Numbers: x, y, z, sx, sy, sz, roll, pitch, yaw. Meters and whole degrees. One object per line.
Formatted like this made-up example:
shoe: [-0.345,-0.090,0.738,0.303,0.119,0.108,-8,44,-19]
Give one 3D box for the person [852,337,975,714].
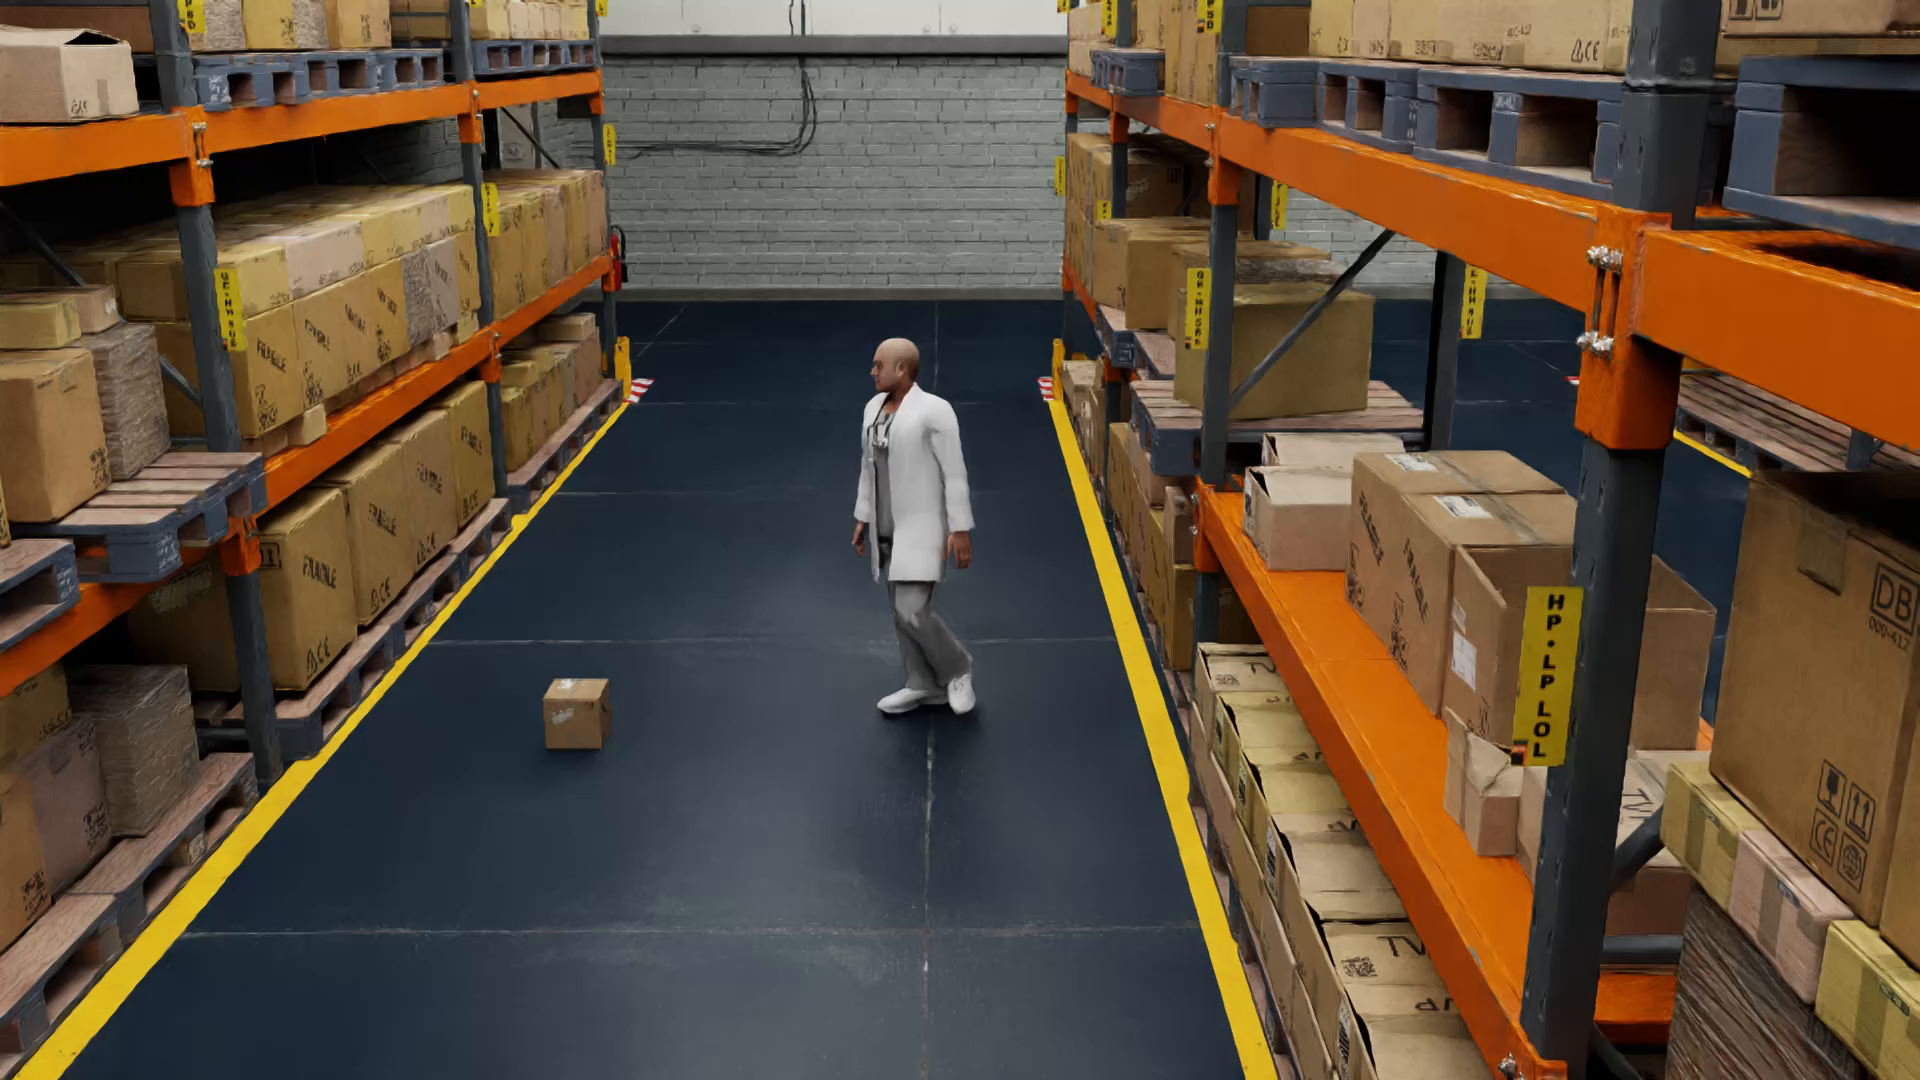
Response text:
person: [-0.216,-0.049,7.688,0.505,1.774,0.704,-14,22,-39]
